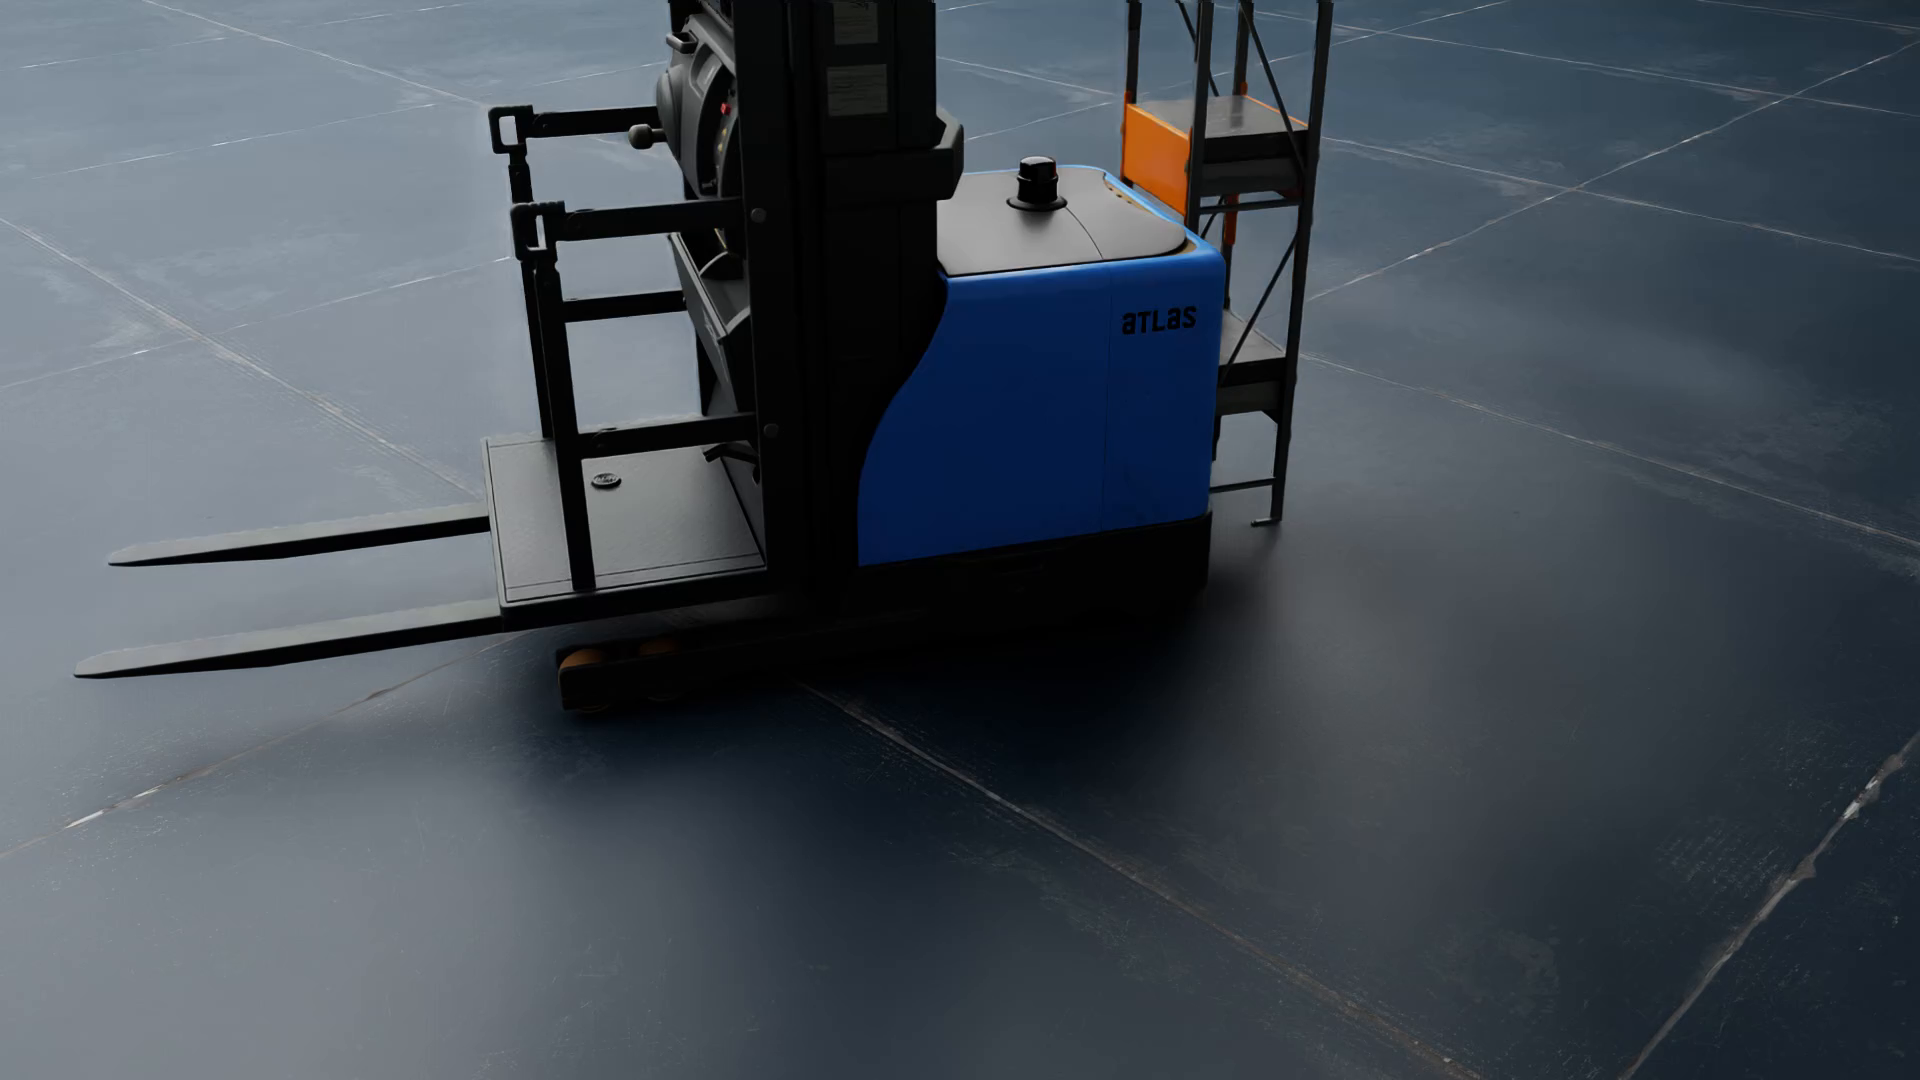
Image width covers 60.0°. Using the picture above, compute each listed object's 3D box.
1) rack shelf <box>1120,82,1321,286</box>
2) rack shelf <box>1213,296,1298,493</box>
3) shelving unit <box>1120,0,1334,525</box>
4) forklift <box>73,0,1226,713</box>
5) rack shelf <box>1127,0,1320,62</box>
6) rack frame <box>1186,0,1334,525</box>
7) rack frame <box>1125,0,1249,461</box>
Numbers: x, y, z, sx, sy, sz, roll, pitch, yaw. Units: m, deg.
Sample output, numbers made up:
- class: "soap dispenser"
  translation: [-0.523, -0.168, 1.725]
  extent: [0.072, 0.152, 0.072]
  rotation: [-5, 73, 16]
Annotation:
- class: "rack shelf"
  translation: [0.770, -1.061, 5.042]
  extent: [0.431, 0.518, 0.480]
  rotation: [-8, 29, -16]
- class: "rack shelf"
  translation: [0.770, -0.442, 5.367]
  extent: [0.431, 0.518, 0.480]
  rotation: [-8, 29, -16]
- class: "shelving unit"
  translation: [0.770, -1.073, 5.035]
  extent: [0.431, 2.100, 0.503]
  rotation: [-8, 29, -16]
- class: "forklift"
  translation: [-0.851, -1.116, 4.223]
  extent: [3.031, 2.935, 1.130]
  rotation: [-8, 29, -15]
- class: "rack shelf"
  translation: [0.770, -1.681, 4.716]
  extent: [0.431, 0.518, 0.480]
  rotation: [-8, 29, -16]
- class: "rack frame"
  translation: [0.844, -0.965, 4.830]
  extent: [0.400, 2.100, 0.015]
  rotation: [-8, 29, -16]
- class: "rack frame"
  translation: [0.695, -1.182, 5.241]
  extent: [0.400, 2.100, 0.015]
  rotation: [-8, 29, -16]
